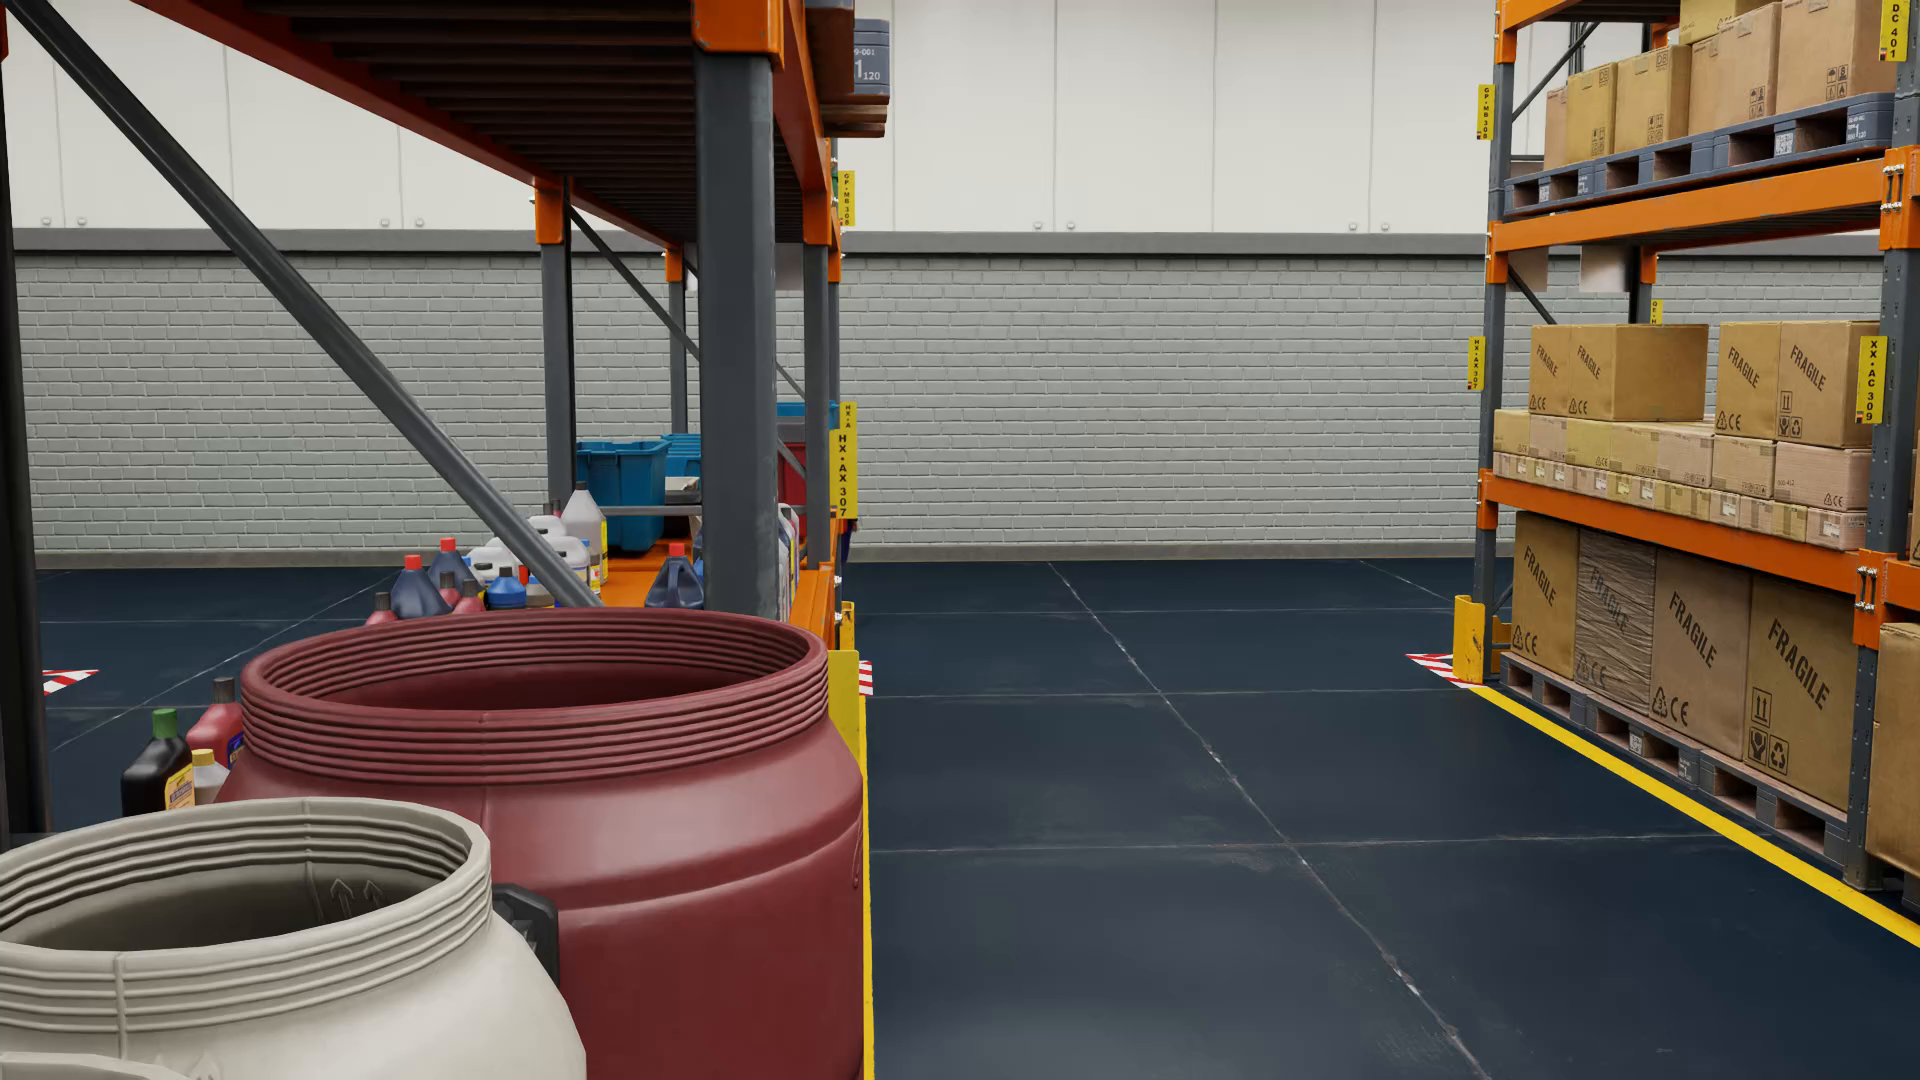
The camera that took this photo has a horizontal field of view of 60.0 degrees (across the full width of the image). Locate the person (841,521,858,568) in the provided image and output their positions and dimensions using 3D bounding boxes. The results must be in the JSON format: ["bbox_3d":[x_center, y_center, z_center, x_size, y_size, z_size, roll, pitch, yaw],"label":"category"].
[{"bbox_3d":[-0.982,-0.187,12.350,0.513,1.635,0.692,2,7,19],"label":"person"}]
